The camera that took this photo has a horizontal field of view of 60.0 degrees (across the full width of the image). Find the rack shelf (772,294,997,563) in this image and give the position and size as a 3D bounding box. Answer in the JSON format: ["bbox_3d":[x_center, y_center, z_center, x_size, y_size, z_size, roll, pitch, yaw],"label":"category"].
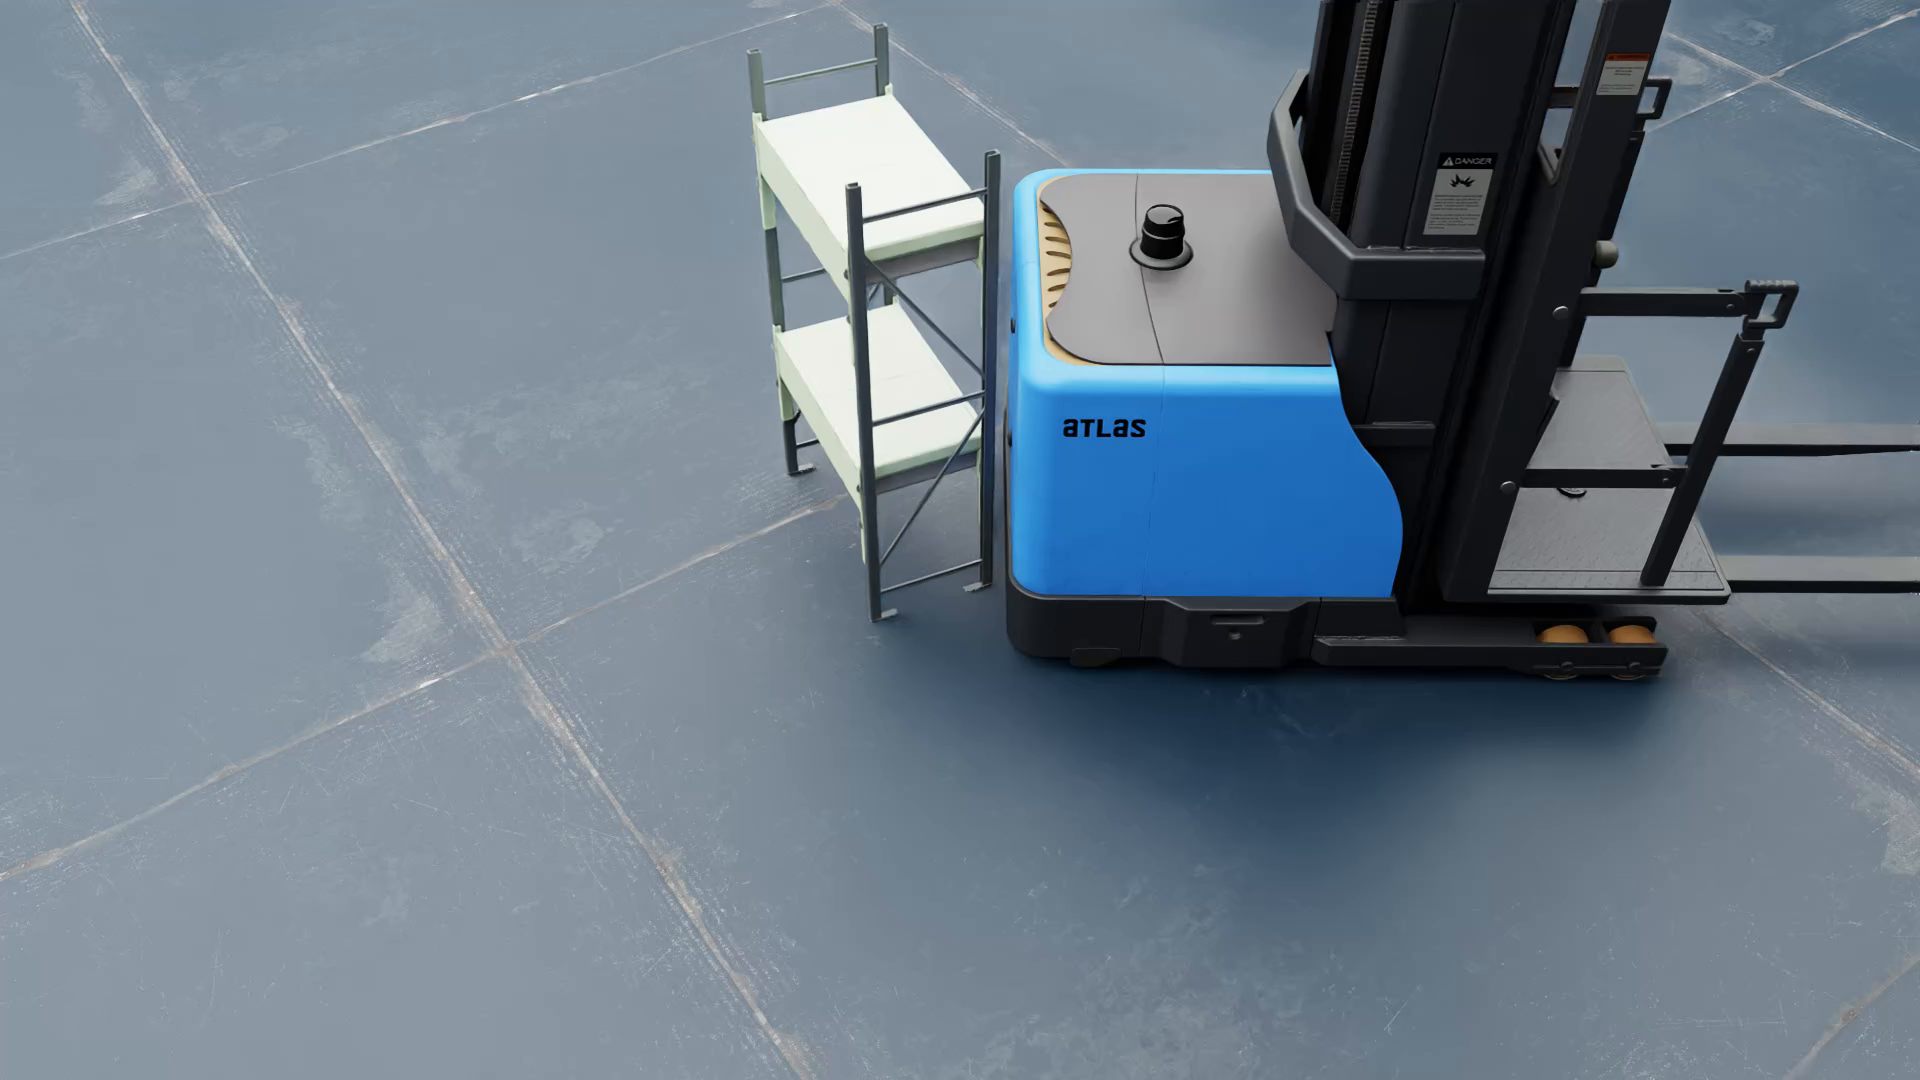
[{"bbox_3d":[-0.236,-0.350,5.003,0.431,0.370,0.720,-17,46,-17],"label":"rack shelf"}]

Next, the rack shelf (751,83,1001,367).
[{"bbox_3d":[-0.236,-0.868,4.508,0.431,0.370,0.720,-17,46,-17],"label":"rack shelf"}]

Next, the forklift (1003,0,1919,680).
[{"bbox_3d":[1.655,-1.025,4.201,3.031,2.935,1.130,0,44,0],"label":"forklift"}]

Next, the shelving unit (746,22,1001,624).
[{"bbox_3d":[-0.236,-0.586,4.777,0.431,1.500,0.755,-17,46,-17],"label":"shelving unit"}]

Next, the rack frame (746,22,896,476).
[{"bbox_3d":[-0.385,-0.817,5.019,0.400,1.500,0.023,-17,46,-17],"label":"rack frame"}]

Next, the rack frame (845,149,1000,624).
[{"bbox_3d":[-0.088,-0.355,4.536,0.400,1.500,0.023,-17,46,-17],"label":"rack frame"}]
